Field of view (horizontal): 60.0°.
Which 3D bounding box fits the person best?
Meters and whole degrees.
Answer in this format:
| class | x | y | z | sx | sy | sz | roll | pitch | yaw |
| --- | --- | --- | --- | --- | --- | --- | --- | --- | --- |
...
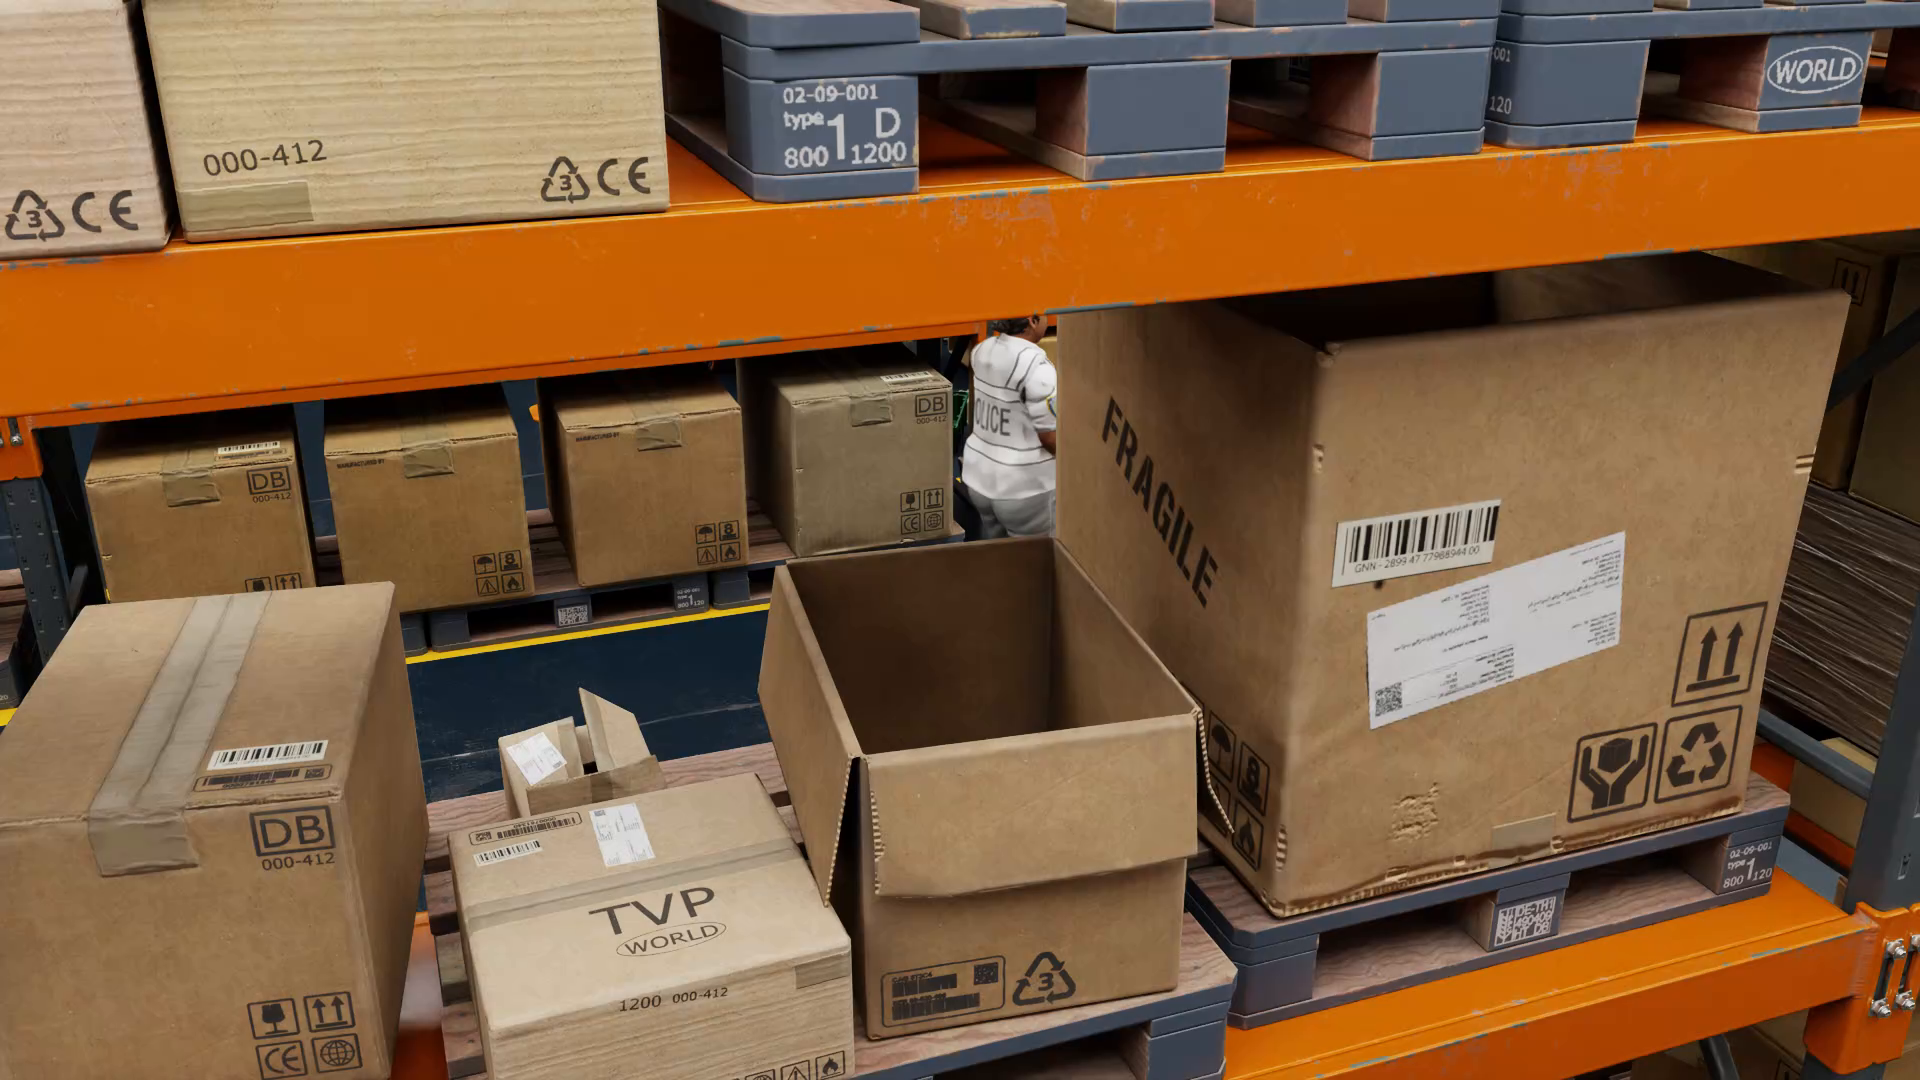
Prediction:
| class | x | y | z | sx | sy | sz | roll | pitch | yaw |
| --- | --- | --- | --- | --- | --- | --- | --- | --- | --- |
| person | 0.266 | -0.221 | 6.606 | 0.464 | 1.672 | 0.502 | -13 | 26 | -29 |
